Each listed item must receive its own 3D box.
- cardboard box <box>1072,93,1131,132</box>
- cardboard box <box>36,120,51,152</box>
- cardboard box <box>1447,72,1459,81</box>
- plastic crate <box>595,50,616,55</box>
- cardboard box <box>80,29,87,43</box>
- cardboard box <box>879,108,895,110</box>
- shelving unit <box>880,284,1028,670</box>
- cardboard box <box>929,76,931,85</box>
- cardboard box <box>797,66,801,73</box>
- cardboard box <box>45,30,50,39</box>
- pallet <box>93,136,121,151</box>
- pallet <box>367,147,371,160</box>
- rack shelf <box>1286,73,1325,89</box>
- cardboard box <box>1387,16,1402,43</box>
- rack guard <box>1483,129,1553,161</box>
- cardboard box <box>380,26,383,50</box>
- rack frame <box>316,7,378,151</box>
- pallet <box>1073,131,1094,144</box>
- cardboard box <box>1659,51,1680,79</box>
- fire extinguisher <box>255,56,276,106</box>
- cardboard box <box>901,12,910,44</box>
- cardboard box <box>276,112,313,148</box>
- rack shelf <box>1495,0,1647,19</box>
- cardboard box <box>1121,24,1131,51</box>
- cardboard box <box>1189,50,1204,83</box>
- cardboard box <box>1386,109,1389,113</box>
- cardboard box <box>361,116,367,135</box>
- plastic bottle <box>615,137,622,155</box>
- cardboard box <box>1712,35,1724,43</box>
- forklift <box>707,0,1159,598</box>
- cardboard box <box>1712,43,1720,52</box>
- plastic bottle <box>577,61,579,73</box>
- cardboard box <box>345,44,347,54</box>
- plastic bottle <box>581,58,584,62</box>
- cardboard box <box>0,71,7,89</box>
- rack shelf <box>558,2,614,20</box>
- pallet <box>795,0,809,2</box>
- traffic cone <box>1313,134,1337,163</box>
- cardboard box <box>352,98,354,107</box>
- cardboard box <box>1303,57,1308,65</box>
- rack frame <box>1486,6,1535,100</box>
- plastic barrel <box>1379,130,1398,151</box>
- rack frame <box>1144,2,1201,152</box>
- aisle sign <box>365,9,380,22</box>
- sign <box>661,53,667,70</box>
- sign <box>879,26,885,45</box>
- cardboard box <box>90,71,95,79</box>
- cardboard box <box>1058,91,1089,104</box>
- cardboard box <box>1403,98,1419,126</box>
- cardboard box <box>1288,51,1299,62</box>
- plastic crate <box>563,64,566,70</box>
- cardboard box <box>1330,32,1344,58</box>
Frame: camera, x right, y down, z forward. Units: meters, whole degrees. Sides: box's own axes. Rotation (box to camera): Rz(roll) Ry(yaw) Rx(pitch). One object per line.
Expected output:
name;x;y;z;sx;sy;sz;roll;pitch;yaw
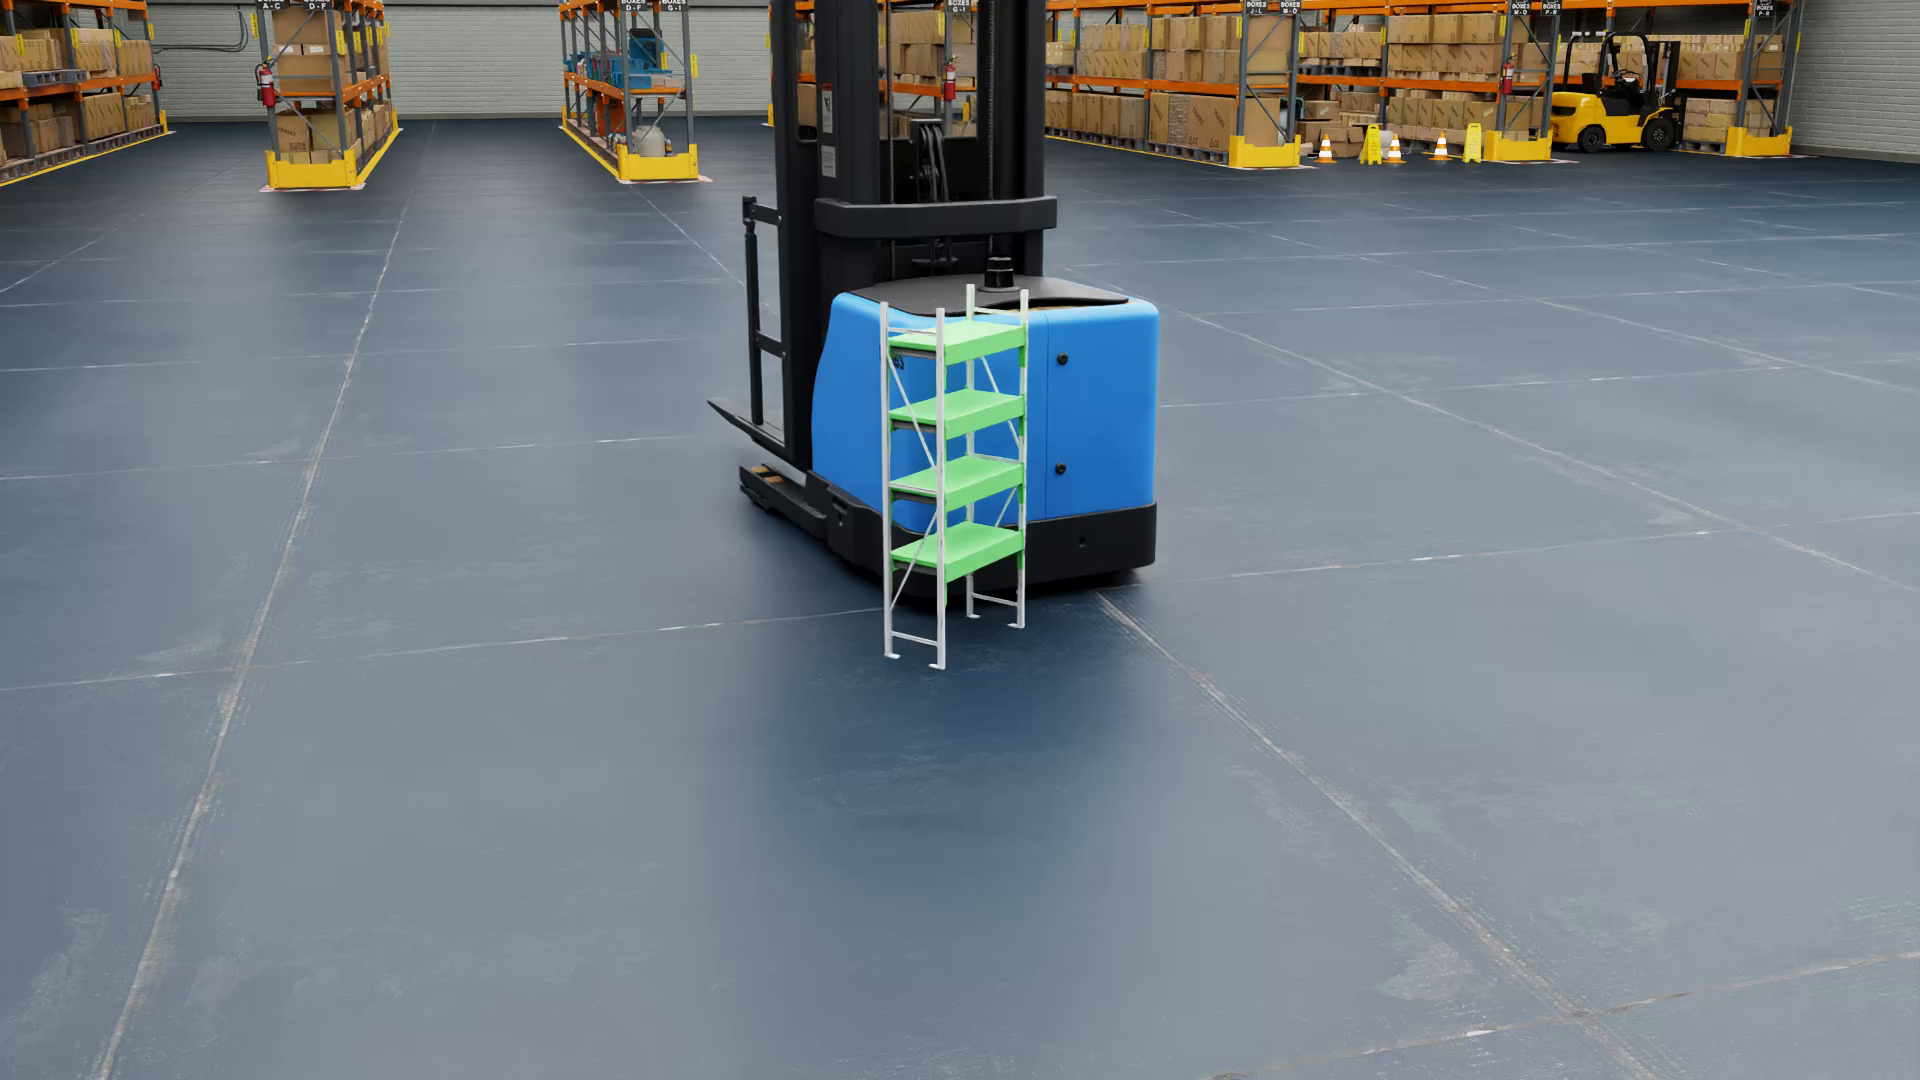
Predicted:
cardboard box;2.933;-8.828;34.307;1.050;0.750;0.750;-5;17;-16
cardboard box;-15.643;-6.733;27.734;0.700;0.500;0.500;-4;17;-15
cardboard box;9.056;-8.400;30.141;0.380;0.149;0.250;-5;17;-16
plastic crate;-7.810;-10.556;36.666;0.402;0.464;0.583;-5;17;-15
cardboard box;-16.257;-9.194;30.317;0.500;0.250;0.500;-5;17;-16
cardboard box;-1.576;-8.193;32.593;0.700;0.500;0.500;-6;18;-20
shelving unit;-0.013;-0.223;5.607;0.258;1.200;0.503;11;20;33
cardboard box;-0.291;-7.522;27.215;0.380;0.149;0.250;-5;17;-15
cardboard box;-3.442;-10.560;37.329;0.380;0.149;0.250;-5;17;-15
cardboard box;-16.108;-8.817;29.023;0.380;0.149;0.250;-7;18;-22
pallet;-16.708;-7.566;31.773;1.003;0.211;1.213;-5;17;-15
pallet;-10.950;-6.830;29.323;1.003;0.211;1.213;-5;17;-15
rack shelf;7.035;-10.508;37.969;1.077;0.370;4.000;-5;17;-15
cardboard box;8.596;-9.723;31.677;0.700;0.500;0.500;-5;17;-16
rack guard;9.762;-6.910;29.086;1.175;0.500;0.348;-5;17;-15
cardboard box;-12.711;-10.804;35.793;0.500;0.500;0.500;-5;17;-17
rack frame;-11.470;-8.733;30.812;1.000;3.000;0.127;-5;17;-15
pallet;2.997;-8.320;34.283;1.003;0.211;1.213;-5;17;-15
cardboard box;13.743;-9.067;31.748;0.500;0.500;0.500;-5;17;-15
fire extinguisher;-9.686;-6.414;23.225;0.296;0.674;0.183;-5;17;-15
cardboard box;-0.690;-8.657;28.129;0.500;0.500;0.500;-5;17;-15
cardboard box;-9.994;-6.164;25.004;0.500;0.500;0.500;-5;17;-15
rack shelf;12.905;-11.231;35.164;1.077;0.370;4.000;-5;17;-15
cardboard box;3.528;-9.719;32.180;0.700;0.500;0.500;-5;17;-15
cardboard box;4.515;-8.296;29.096;0.875;0.550;0.500;-5;17;-15
cardboard box;10.821;-10.765;41.802;0.380;0.149;0.250;-5;18;-17
cardboard box;-10.377;-7.052;28.291;0.500;0.311;0.500;-5;17;-16
plastic bottle;-5.515;-6.401;27.016;0.152;0.276;0.135;-5;17;-17
cardboard box;14.058;-9.199;30.543;0.380;0.149;0.250;-4;17;-14
forklift;-0.343;-1.570;7.085;1.130;2.935;3.031;-8;18;-25
cardboard box;14.078;-9.057;30.587;0.380;0.149;0.250;-4;17;-14
plastic bottle;-8.078;-10.002;35.239;0.061;0.283;0.133;-5;17;-15
cardboard box;-10.024;-7.858;26.598;0.380;0.149;0.250;-5;17;-16
plastic bottle;-8.009;-10.072;35.356;0.144;0.351;0.185;-5;17;-15
cardboard box;-14.429;-6.788;24.563;0.500;0.250;0.500;-5;17;-16
rack shelf;-8.355;-11.875;37.309;1.077;0.370;4.000;-5;17;-15
pallet;-3.258;-12.243;37.436;1.003;0.211;1.213;-5;17;-15
traffic cone;6.271;-6.711;28.489;0.336;0.463;0.334;-5;17;-15
cardboard box;-12.396;-8.783;33.253;0.500;0.250;0.500;-5;17;-15
cardboard box;7.540;-10.194;35.382;0.380;0.149;0.250;-6;18;-19
rack frame;12.356;-10.692;37.334;1.000;3.000;0.127;-5;17;-15
plastic barrel;7.759;-7.304;30.531;0.512;0.421;0.421;7;18;23
rack frame;3.952;-8.773;30.944;1.000;3.000;0.127;-5;17;-15
aisle sign;-13.393;-12.234;37.948;0.394;0.787;0.004;-5;17;-15
sign;-5.075;-8.190;28.523;0.100;0.325;0.005;-5;17;-15
sign;-1.378;-8.919;29.416;0.100;0.325;0.005;-5;17;-15
cardboard box;-16.532;-8.763;31.311;0.380;0.149;0.250;-5;17;-15
cardboard box;2.413;-9.411;35.380;0.500;0.250;0.500;-5;17;-17
cardboard box;8.745;-8.104;31.463;0.500;0.500;0.500;-4;17;-13
cardboard box;7.207;-10.580;36.353;0.500;0.250;0.500;-5;17;-15
plastic crate;-9.145;-11.049;38.877;0.250;0.136;0.298;-5;17;-15
cardboard box;7.918;-10.119;34.003;0.500;0.500;0.500;-5;18;-17
